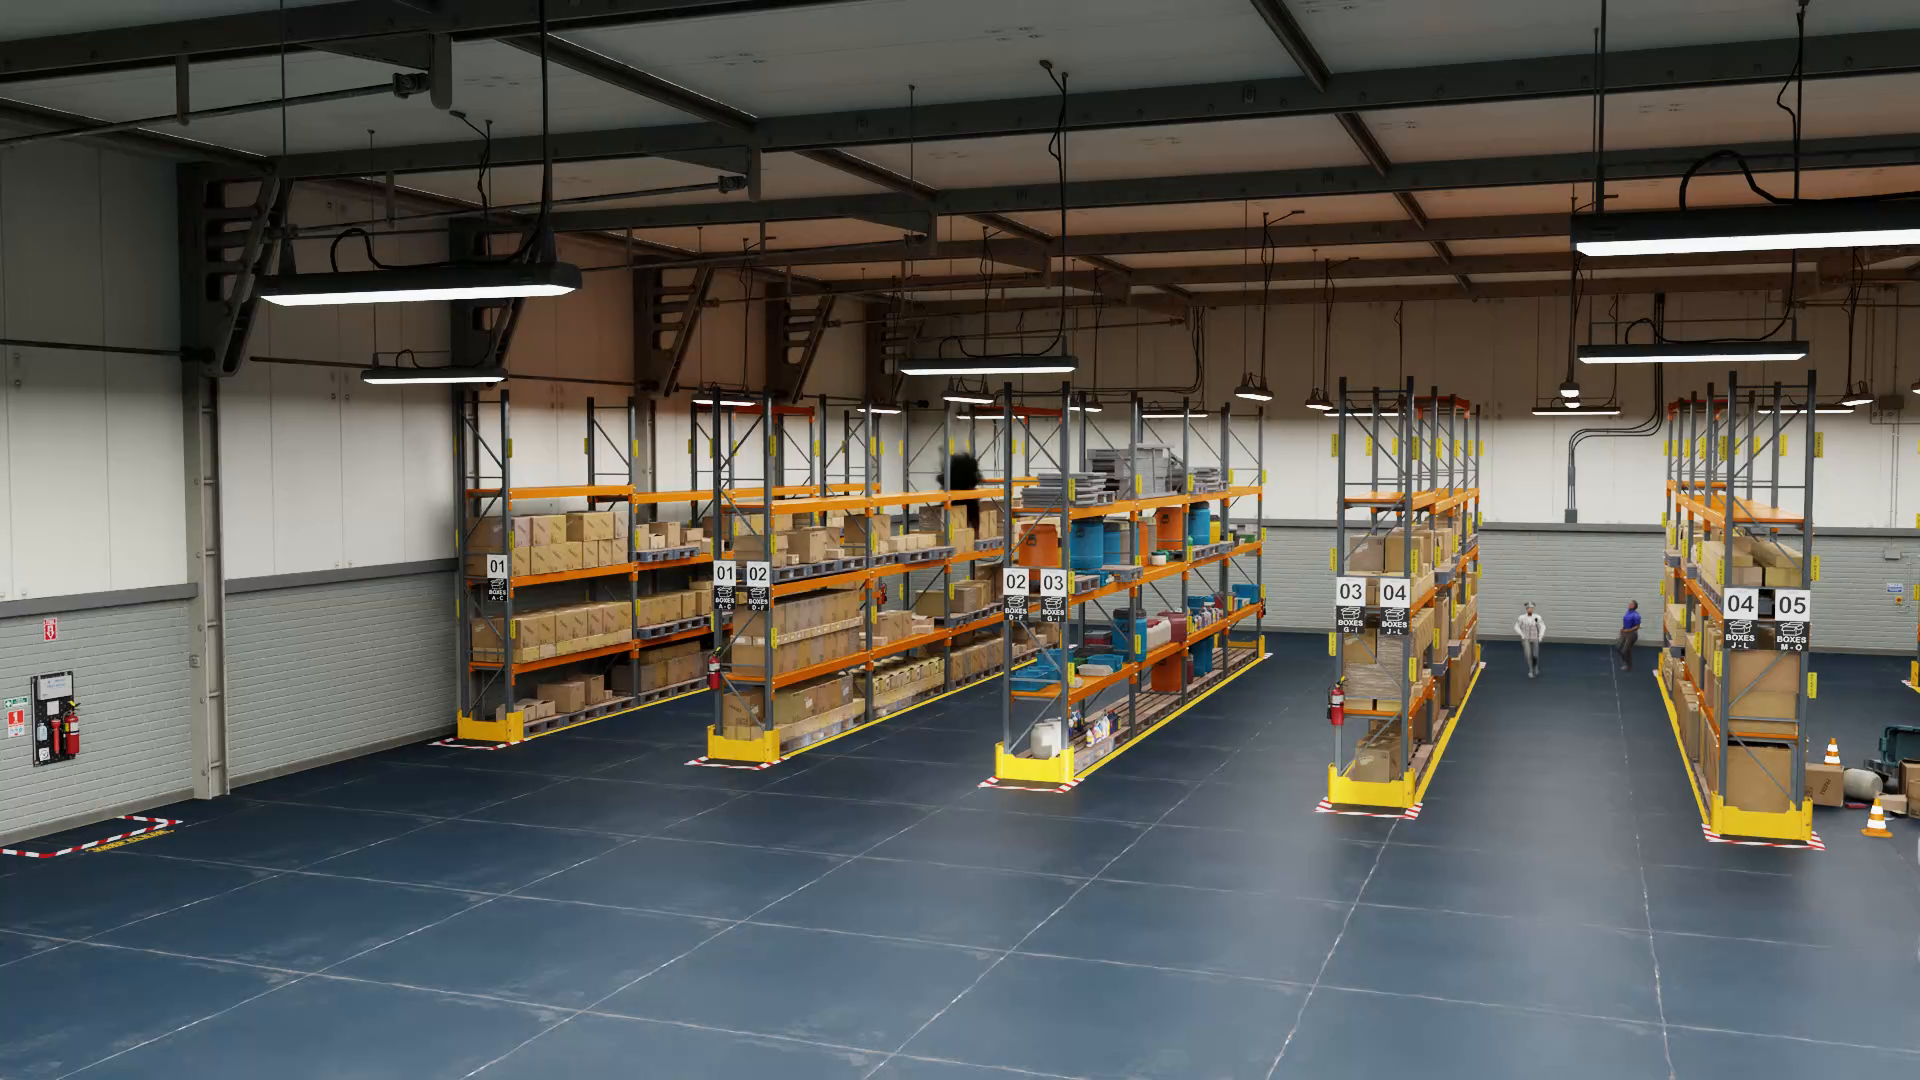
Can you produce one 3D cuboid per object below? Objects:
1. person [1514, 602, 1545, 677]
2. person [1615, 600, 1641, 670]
[{"bbox_3d":[12.437,2.179,36.317,0.635,1.659,0.495,1,3,19],"label":"person"},{"bbox_3d":[15.035,2.139,37.428,0.498,1.603,0.616,-1,3,-20],"label":"person"}]
